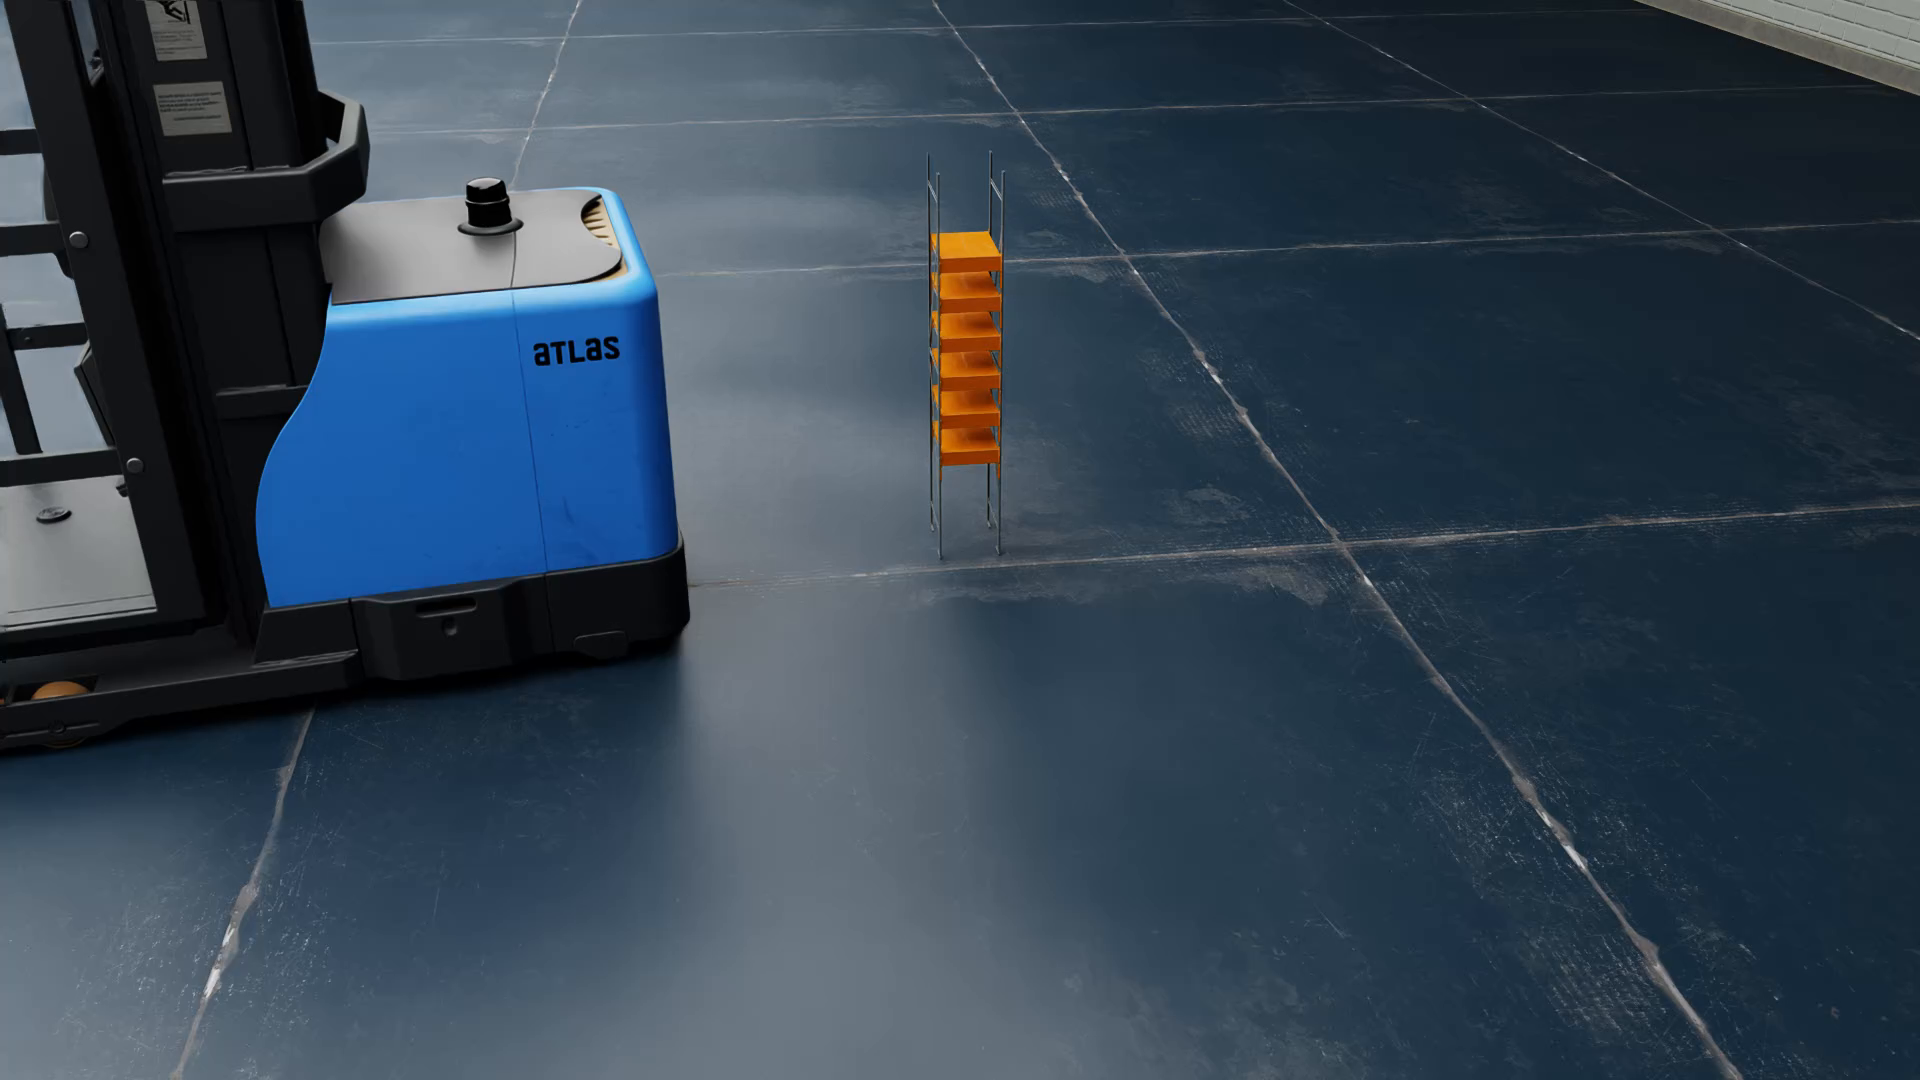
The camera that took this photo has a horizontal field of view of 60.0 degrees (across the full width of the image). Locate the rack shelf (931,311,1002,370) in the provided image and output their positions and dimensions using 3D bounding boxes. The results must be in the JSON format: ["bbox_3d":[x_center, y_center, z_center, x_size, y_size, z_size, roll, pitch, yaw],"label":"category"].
[{"bbox_3d":[0.014,-0.602,4.943,0.180,0.103,0.258,-4,27,-7],"label":"rack shelf"}]

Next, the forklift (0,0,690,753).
[{"bbox_3d":[-2.332,-1.020,4.027,3.031,2.935,1.130,-8,28,-14],"label":"forklift"}]

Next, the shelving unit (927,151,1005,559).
[{"bbox_3d":[0.014,-0.535,4.978,0.189,1.200,0.258,-4,27,-7],"label":"shelving unit"}]

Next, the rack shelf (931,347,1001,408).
[{"bbox_3d":[0.014,-0.495,4.998,0.180,0.103,0.258,-4,27,-7],"label":"rack shelf"}]

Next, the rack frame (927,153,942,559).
[{"bbox_3d":[-0.076,-0.529,4.967,0.006,1.200,0.240,-4,27,-7],"label":"rack frame"}]

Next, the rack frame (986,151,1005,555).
[{"bbox_3d":[0.105,-0.541,4.989,0.006,1.200,0.240,-4,27,-7],"label":"rack frame"}]

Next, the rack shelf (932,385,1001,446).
[{"bbox_3d":[0.014,-0.388,5.053,0.180,0.103,0.258,-4,27,-7],"label":"rack shelf"}]

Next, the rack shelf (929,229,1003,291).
[{"bbox_3d":[0.014,-0.816,4.834,0.180,0.103,0.258,-4,27,-7],"label":"rack shelf"}]

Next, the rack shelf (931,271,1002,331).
[{"bbox_3d":[0.014,-0.709,4.889,0.180,0.103,0.258,-4,27,-7],"label":"rack shelf"}]

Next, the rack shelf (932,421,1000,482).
[{"bbox_3d":[0.014,-0.282,5.108,0.180,0.103,0.258,-4,27,-7],"label":"rack shelf"}]
